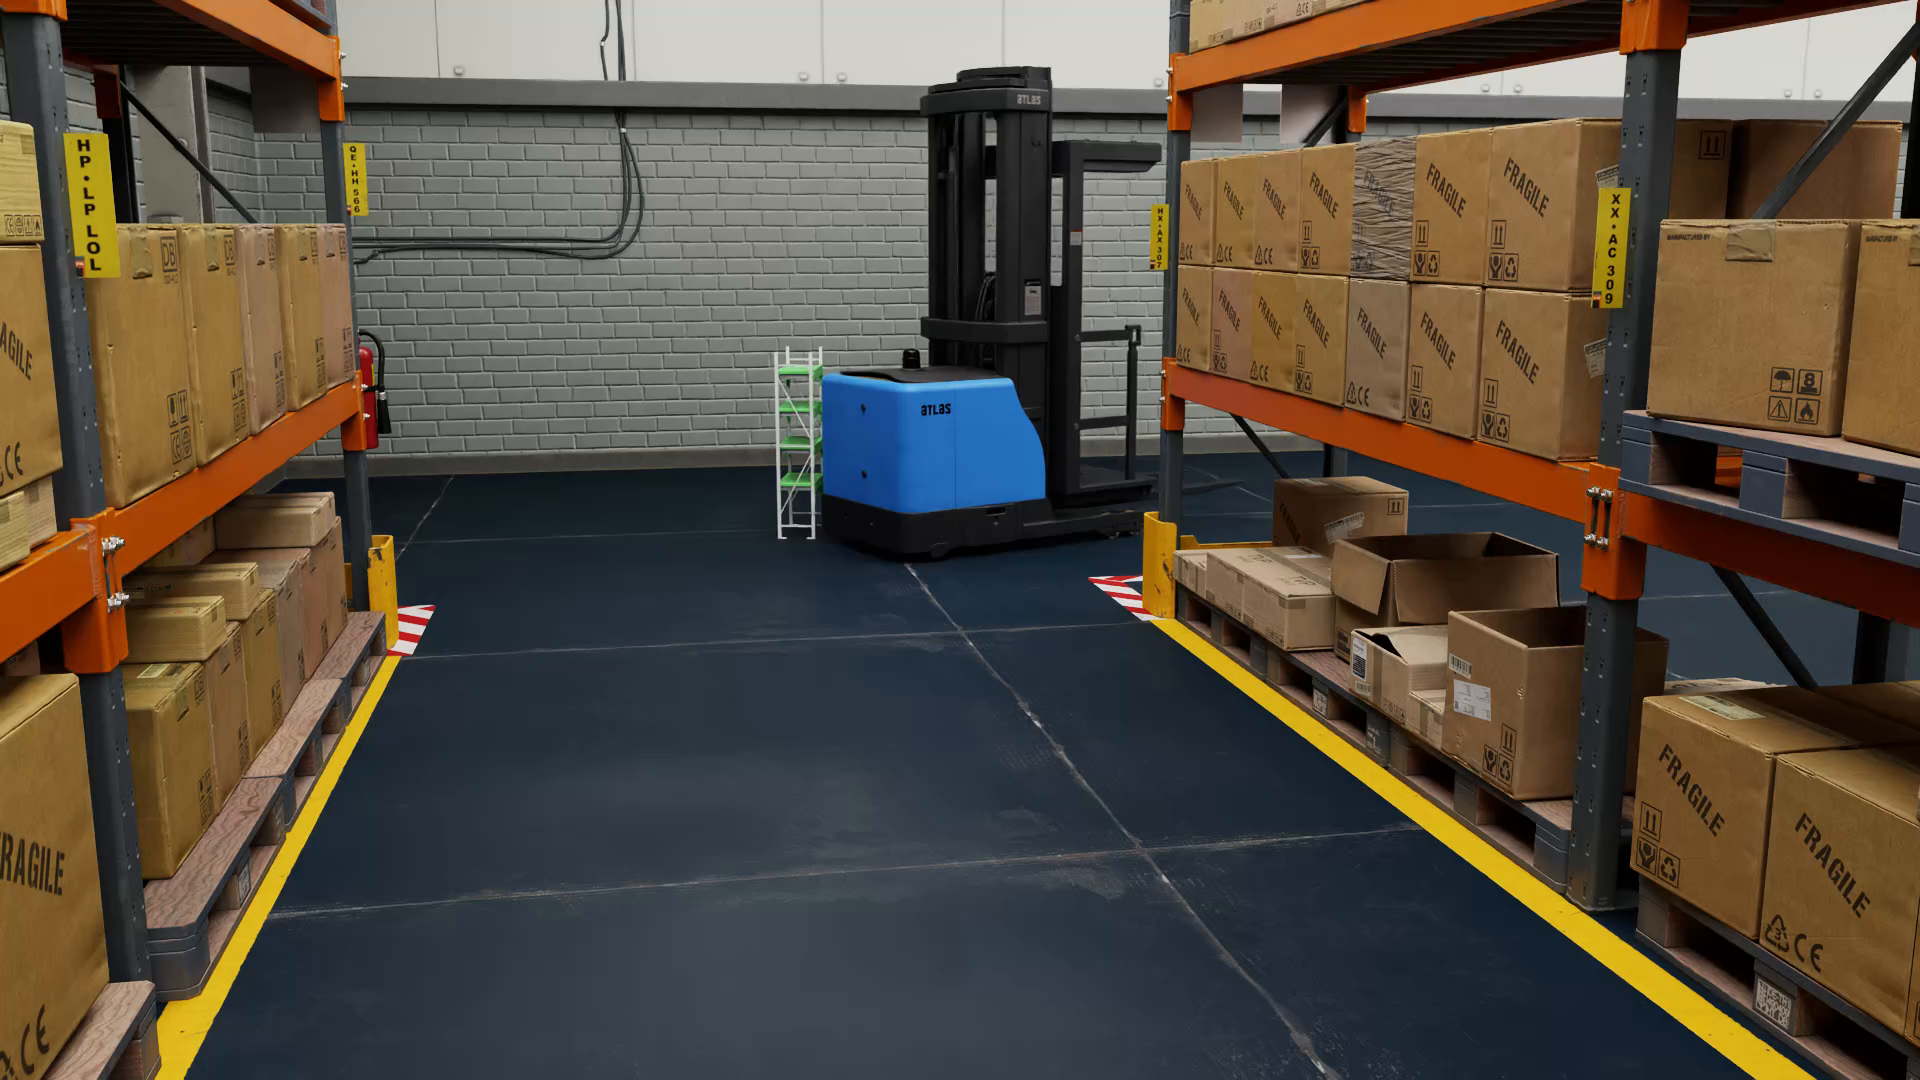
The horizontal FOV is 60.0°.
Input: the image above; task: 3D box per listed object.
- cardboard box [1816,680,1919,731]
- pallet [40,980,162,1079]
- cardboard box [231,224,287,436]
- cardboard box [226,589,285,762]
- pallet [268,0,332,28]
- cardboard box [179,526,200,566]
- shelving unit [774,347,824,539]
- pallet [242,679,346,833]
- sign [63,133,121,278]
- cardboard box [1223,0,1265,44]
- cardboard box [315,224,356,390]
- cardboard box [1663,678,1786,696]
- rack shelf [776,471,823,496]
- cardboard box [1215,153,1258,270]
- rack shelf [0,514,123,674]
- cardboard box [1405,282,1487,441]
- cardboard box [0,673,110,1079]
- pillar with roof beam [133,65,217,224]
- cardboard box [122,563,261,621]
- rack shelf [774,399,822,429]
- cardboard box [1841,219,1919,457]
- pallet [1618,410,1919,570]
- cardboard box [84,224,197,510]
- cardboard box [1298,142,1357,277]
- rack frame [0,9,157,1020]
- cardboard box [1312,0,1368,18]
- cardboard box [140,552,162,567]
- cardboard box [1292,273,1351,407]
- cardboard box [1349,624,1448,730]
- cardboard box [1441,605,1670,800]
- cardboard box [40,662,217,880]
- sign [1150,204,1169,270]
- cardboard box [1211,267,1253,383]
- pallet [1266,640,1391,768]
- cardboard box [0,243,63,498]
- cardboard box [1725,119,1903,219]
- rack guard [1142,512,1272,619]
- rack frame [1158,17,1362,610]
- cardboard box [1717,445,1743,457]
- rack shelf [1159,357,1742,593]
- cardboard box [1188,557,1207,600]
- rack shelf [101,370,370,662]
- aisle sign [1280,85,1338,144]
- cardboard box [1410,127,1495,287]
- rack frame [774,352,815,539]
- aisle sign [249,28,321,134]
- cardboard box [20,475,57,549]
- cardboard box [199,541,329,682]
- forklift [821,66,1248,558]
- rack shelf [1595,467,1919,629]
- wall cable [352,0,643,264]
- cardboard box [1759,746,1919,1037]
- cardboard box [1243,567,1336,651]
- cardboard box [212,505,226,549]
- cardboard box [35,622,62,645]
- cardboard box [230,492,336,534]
[{"bbox_3d":[2.703,0.693,4.540,0.500,0.500,0.500,-2,11,-11],"label":"cardboard box"},{"bbox_3d":[-2.309,1.291,3.350,1.003,0.211,1.213,-2,11,-11],"label":"pallet"},{"bbox_3d":[-2.910,-0.732,5.719,0.980,0.700,0.700,-3,11,-14],"label":"cardboard box"},{"bbox_3d":[-2.770,0.477,5.732,0.700,0.500,0.500,-2,11,-10],"label":"cardboard box"},{"bbox_3d":[-3.156,-2.246,6.687,1.003,0.211,1.213,-2,11,-11],"label":"pallet"},{"bbox_3d":[-3.099,0.046,6.259,0.380,0.149,0.250,-2,11,-10],"label":"cardboard box"},{"bbox_3d":[-1.043,-0.644,10.870,0.258,1.200,0.503,1,11,3],"label":"shelving unit"},{"bbox_3d":[-2.845,0.786,6.004,1.003,0.211,1.213,-2,11,-11],"label":"pallet"},{"bbox_3d":[-2.002,-0.769,3.830,0.100,0.325,0.005,-2,11,-11],"label":"sign"},{"bbox_3d":[1.483,-2.336,7.328,0.500,0.250,0.500,-2,11,-11],"label":"cardboard box"},{"bbox_3d":[-3.202,-1.006,7.155,0.980,0.700,0.700,-2,11,-8],"label":"cardboard box"},{"bbox_3d":[2.456,0.621,5.424,0.500,0.311,0.500,-2,11,-11],"label":"cardboard box"},{"bbox_3d":[-1.043,-0.345,10.926,0.258,0.148,0.480,1,11,3],"label":"rack shelf"},{"bbox_3d":[1.484,-1.486,7.539,0.500,0.500,0.500,-2,11,-10],"label":"cardboard box"},{"bbox_3d":[-2.144,0.502,1.958,1.077,0.370,4.000,-2,11,-11],"label":"rack shelf"},{"bbox_3d":[1.875,-0.625,5.688,0.500,0.500,0.500,-2,11,-9],"label":"cardboard box"},{"bbox_3d":[-2.279,0.747,3.378,0.750,0.750,0.750,-2,11,-10],"label":"cardboard box"},{"bbox_3d":[-0.462,-4.519,10.370,9.100,9.000,0.400,-2,11,-11],"label":"pillar with roof beam"},{"bbox_3d":[-2.567,0.179,5.560,0.380,0.149,0.250,-2,11,-13],"label":"cardboard box"},{"bbox_3d":[-1.043,-0.817,10.837,0.258,0.148,0.480,1,11,3],"label":"rack shelf"},{"bbox_3d":[2.394,-0.435,3.570,0.700,0.500,0.500,0,11,-2],"label":"cardboard box"},{"bbox_3d":[2.374,-0.154,3.995,1.003,0.211,1.213,-2,11,-11],"label":"pallet"},{"bbox_3d":[-2.622,-0.465,4.316,0.980,0.700,0.700,-2,11,-10],"label":"cardboard box"},{"bbox_3d":[1.676,-1.301,6.567,0.500,0.500,0.500,-2,11,-12],"label":"cardboard box"},{"bbox_3d":[-2.533,-0.218,3.818,1.000,3.000,0.127,-2,11,-11],"label":"rack frame"},{"bbox_3d":[1.685,-2.153,6.366,0.500,0.250,0.500,-2,11,-11],"label":"cardboard box"},{"bbox_3d":[-3.000,0.140,5.768,0.380,0.149,0.250,-2,11,-12],"label":"cardboard box"},{"bbox_3d":[1.671,-0.812,6.673,0.500,0.500,0.500,-2,11,-10],"label":"cardboard box"},{"bbox_3d":[1.791,0.474,6.196,0.500,0.311,0.500,-2,11,-11],"label":"cardboard box"},{"bbox_3d":[1.936,0.519,5.455,0.500,0.500,0.500,-2,11,-11],"label":"cardboard box"},{"bbox_3d":[-2.578,0.663,4.753,0.700,0.500,0.500,-2,11,-10],"label":"cardboard box"},{"bbox_3d":[1.015,-1.538,8.438,0.100,0.325,0.005,-2,11,-11],"label":"sign"},{"bbox_3d":[1.481,-0.996,7.639,0.500,0.500,0.500,-2,11,-12],"label":"cardboard box"},{"bbox_3d":[1.952,0.621,6.869,1.003,0.211,1.213,-2,11,-11],"label":"pallet"},{"bbox_3d":[-2.196,-0.347,3.382,0.500,0.500,0.500,-2,11,-12],"label":"cardboard box"},{"bbox_3d":[2.510,-1.035,5.173,0.500,0.500,0.500,-2,11,-10],"label":"cardboard box"},{"bbox_3d":[1.562,0.110,8.783,1.175,0.500,0.348,-2,11,-11],"label":"rack guard"},{"bbox_3d":[1.547,-1.132,8.622,1.000,3.000,0.127,-2,11,-11],"label":"rack frame"},{"bbox_3d":[2.494,-0.551,5.302,0.500,0.500,0.500,-2,11,-10],"label":"cardboard box"},{"bbox_3d":[1.936,-0.412,6.763,1.077,0.370,4.000,-2,11,-11],"label":"rack shelf"},{"bbox_3d":[1.340,0.179,8.136,0.380,0.166,0.250,-2,11,-11],"label":"cardboard box"},{"bbox_3d":[-2.922,-0.231,5.812,1.077,0.370,4.000,-2,11,-11],"label":"rack shelf"},{"bbox_3d":[1.835,-2.433,8.504,0.394,0.787,0.004,-2,11,-11],"label":"aisle sign"},{"bbox_3d":[1.871,-1.116,5.596,0.500,0.500,0.500,-2,11,-12],"label":"cardboard box"},{"bbox_3d":[-1.055,-0.598,10.630,0.240,1.200,0.015,1,11,3],"label":"rack frame"},{"bbox_3d":[-3.031,-2.253,7.556,0.394,0.787,0.004,-2,11,-11],"label":"aisle sign"},{"bbox_3d":[-2.189,-0.052,3.568,0.380,0.149,0.250,-2,11,-10],"label":"cardboard box"},{"bbox_3d":[-2.979,0.287,6.729,0.700,0.500,0.500,-2,11,-11],"label":"cardboard box"},{"bbox_3d":[0.606,-1.526,10.873,3.031,2.935,1.130,-8,13,-35],"label":"forklift"},{"bbox_3d":[2.714,0.322,2.908,1.077,0.370,4.000,-2,11,-11],"label":"rack shelf"},{"bbox_3d":[-4.060,-3.423,12.920,3.097,2.526,0.112,-2,11,-11],"label":"wall cable"},{"bbox_3d":[2.295,0.808,3.936,0.500,0.500,0.500,-2,11,-10],"label":"cardboard box"},{"bbox_3d":[1.570,0.296,7.297,0.500,0.250,0.500,-2,11,-11],"label":"cardboard box"},{"bbox_3d":[-3.198,-0.046,6.745,0.380,0.149,0.250,-2,11,-11],"label":"cardboard box"},{"bbox_3d":[-2.901,0.233,5.276,0.380,0.149,0.250,-2,11,-13],"label":"cardboard box"},{"bbox_3d":[-2.873,-0.107,7.062,0.380,0.149,0.250,-2,11,-12],"label":"cardboard box"}]
